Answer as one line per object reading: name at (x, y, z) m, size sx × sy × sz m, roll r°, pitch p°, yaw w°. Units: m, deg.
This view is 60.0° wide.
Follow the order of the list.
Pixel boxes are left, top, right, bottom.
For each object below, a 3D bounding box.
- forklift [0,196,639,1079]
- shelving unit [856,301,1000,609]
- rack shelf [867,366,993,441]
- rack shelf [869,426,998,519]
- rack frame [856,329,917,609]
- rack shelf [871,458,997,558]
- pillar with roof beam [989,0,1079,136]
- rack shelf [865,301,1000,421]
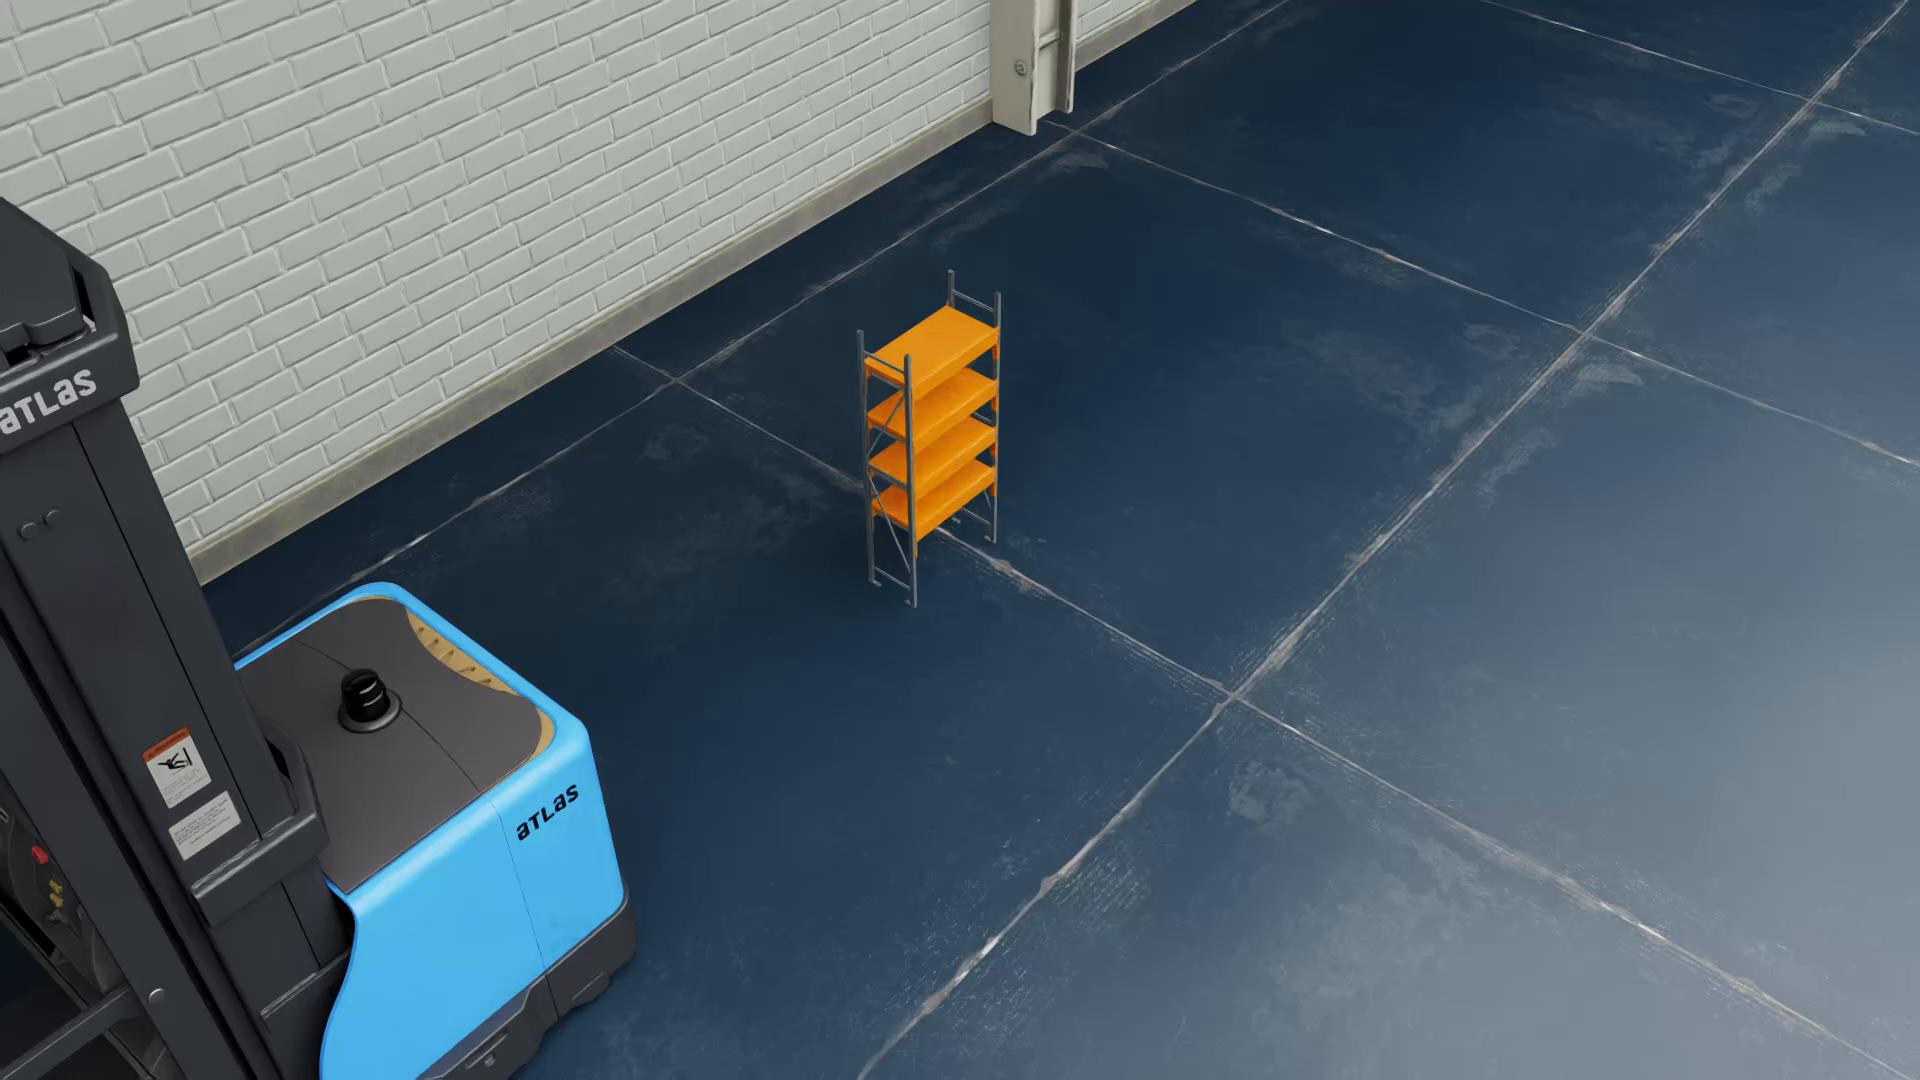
forklift at (-2.351, 0.777, 3.717) m, size 1.130 × 2.935 × 3.031 m, roll 30°, pitch 50°, yaw 29°
shelving unit at (-0.110, -0.356, 6.249) m, size 0.258 × 1.200 × 0.492 m, roll 29°, pitch 50°, yaw 28°
rack shelf at (-0.107, -0.514, 6.111) m, size 0.221 × 0.021 × 0.457 m, roll 29°, pitch 50°, yaw 28°
rack shelf at (-0.107, -0.309, 6.298) m, size 0.258 × 0.148 × 0.480 m, roll 29°, pitch 50°, yaw 28°
rack frame at (-0.264, -0.233, 6.114) m, size 0.240 × 1.200 × 0.015 m, roll 29°, pitch 50°, yaw 28°
rack shelf at (-0.107, -0.162, 6.431) m, size 0.258 × 0.148 × 0.480 m, roll 29°, pitch 50°, yaw 28°
pillar with roof beam at (3.695, -3.871, 4.318) m, size 9.100 × 9.000 × 0.400 m, roll 29°, pitch 50°, yaw 28°
rack shelf at (-0.107, -0.649, 5.988) m, size 0.258 × 0.148 × 0.480 m, roll 29°, pitch 50°, yaw 28°
